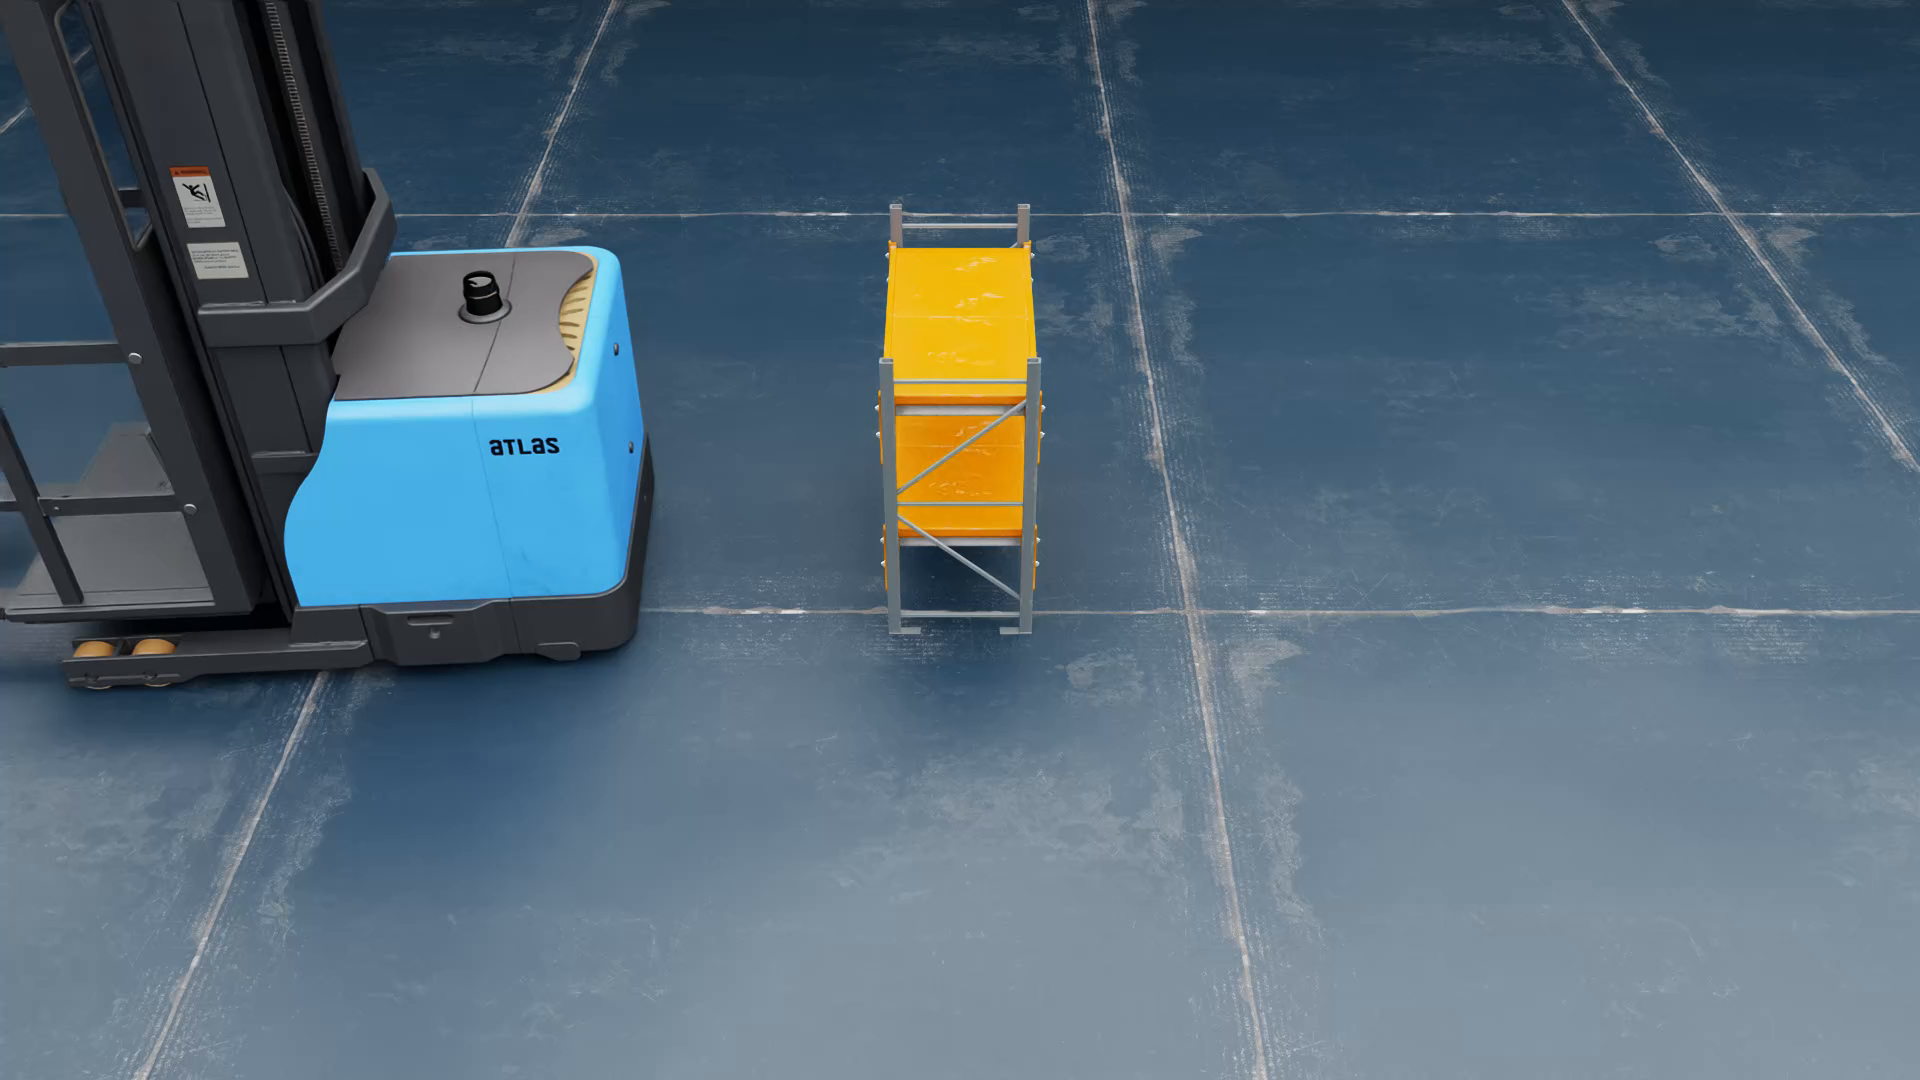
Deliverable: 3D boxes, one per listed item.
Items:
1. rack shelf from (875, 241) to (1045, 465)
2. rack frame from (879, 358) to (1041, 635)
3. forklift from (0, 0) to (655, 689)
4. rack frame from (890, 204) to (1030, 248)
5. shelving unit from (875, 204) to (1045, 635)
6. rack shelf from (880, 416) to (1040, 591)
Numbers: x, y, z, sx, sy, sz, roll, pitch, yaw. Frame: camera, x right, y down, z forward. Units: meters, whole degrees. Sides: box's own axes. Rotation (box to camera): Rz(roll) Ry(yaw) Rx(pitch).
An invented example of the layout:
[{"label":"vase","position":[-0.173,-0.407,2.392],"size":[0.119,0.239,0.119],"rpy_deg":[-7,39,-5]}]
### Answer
[{"label":"rack shelf","position":[0.000,-0.663,5.710],"size":[0.538,0.278,1.000],"rpy_deg":[0,39,0]},{"label":"rack frame","position":[0.001,-0.117,5.496],"size":[0.500,1.125,0.032],"rpy_deg":[0,39,0]},{"label":"forklift","position":[-2.660,-0.982,5.132],"size":[3.031,2.935,1.130],"rpy_deg":[-2,39,-3]},{"label":"rack frame","position":[-0.001,-0.753,6.290],"size":[0.500,1.125,0.032],"rpy_deg":[0,39,0]},{"label":"shelving unit","position":[0.000,-0.435,5.893],"size":[0.538,1.125,1.048],"rpy_deg":[0,39,0]},{"label":"rack shelf","position":[0.000,-0.244,6.046],"size":[0.538,0.278,1.000],"rpy_deg":[0,39,0]}]
